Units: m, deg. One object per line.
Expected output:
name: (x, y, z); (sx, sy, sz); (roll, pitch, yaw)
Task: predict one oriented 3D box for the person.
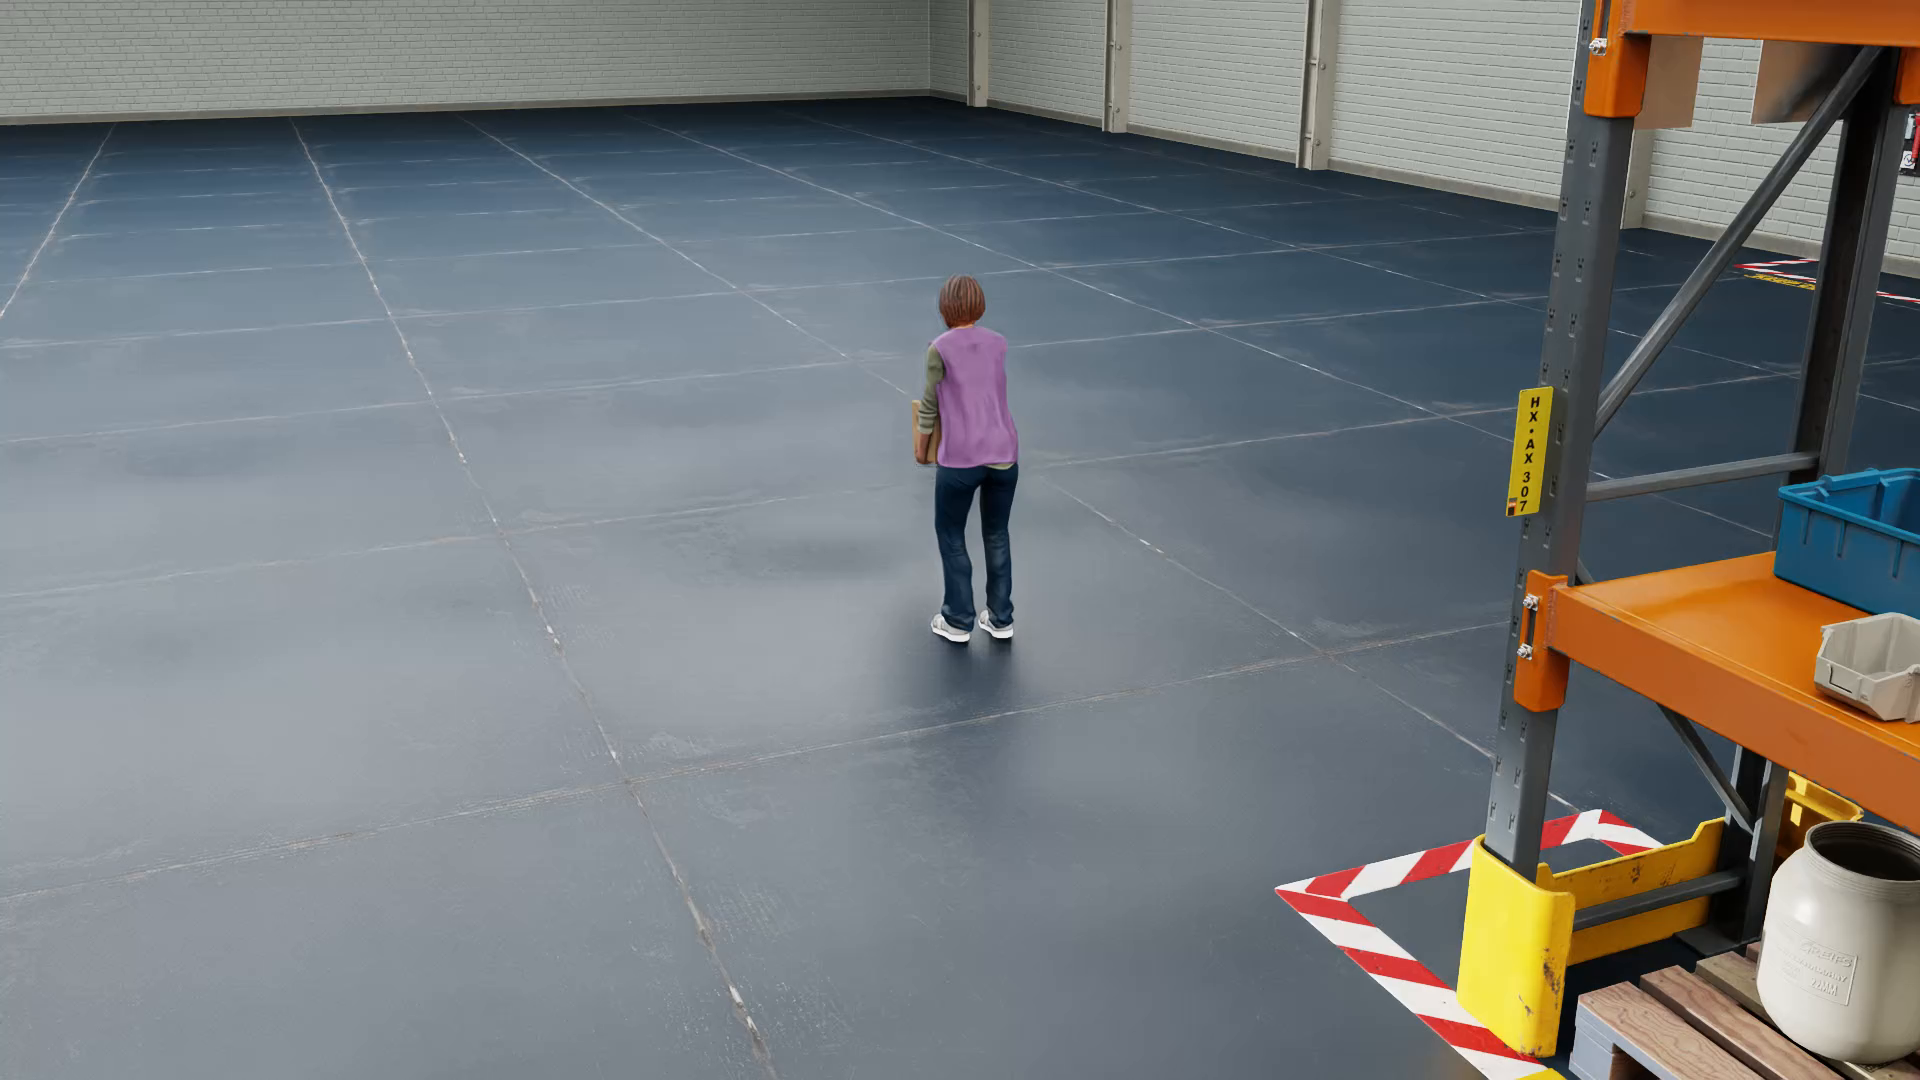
person: (0.029, -0.342, 7.107); (0.372, 1.577, 0.525); (-8, 21, -23)
